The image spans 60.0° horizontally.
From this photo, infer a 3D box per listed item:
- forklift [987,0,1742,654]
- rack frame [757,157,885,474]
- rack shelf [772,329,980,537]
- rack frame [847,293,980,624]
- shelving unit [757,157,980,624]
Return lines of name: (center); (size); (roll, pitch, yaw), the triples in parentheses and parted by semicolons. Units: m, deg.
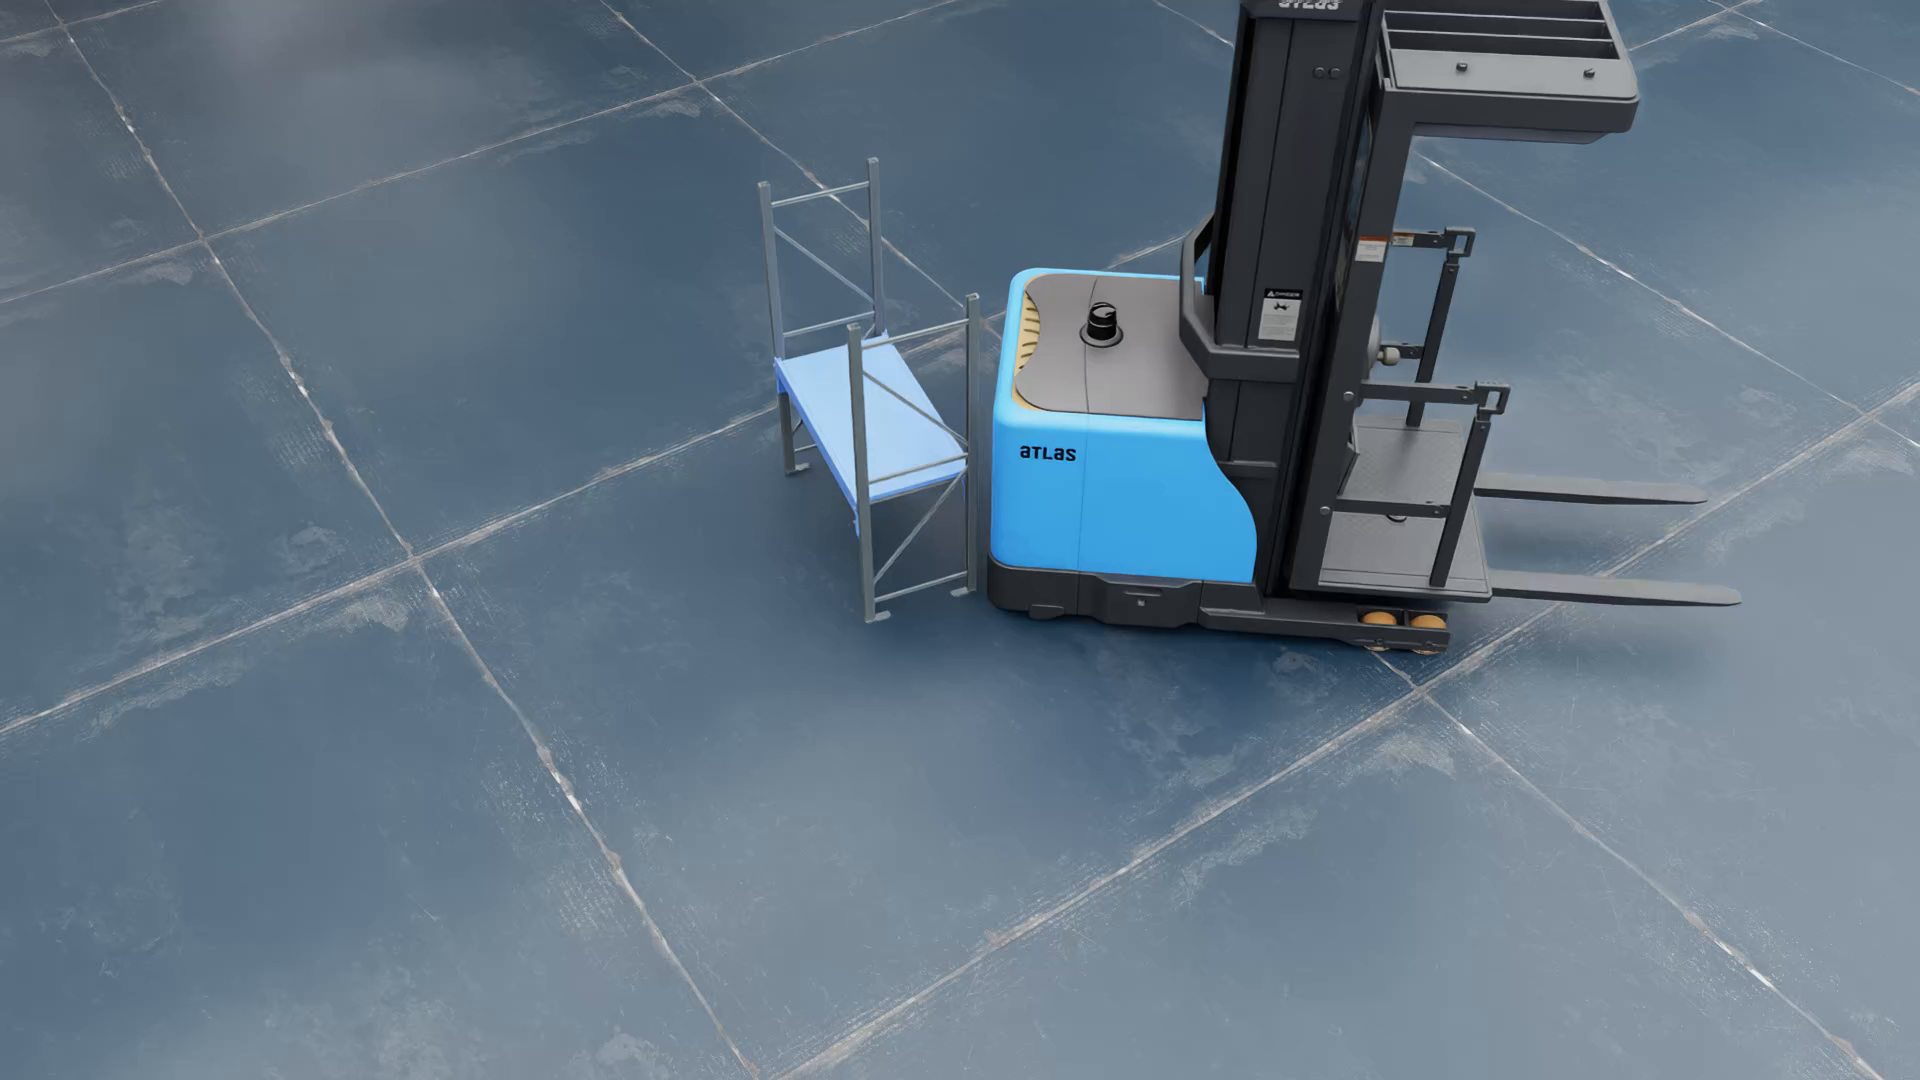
forklift: (1.661, -0.984, 6.149); (3.031, 2.935, 1.130); (4, 44, 4)
rack frame: (-0.562, -0.919, 7.117); (0.500, 1.500, 0.032); (-16, 46, -16)
rack shelf: (-0.363, -0.466, 6.903); (0.538, 0.185, 1.000); (-16, 46, -16)
rack frame: (-0.164, -0.273, 6.441); (0.500, 1.500, 0.032); (-16, 46, -16)
shelving unit: (-0.363, -0.596, 6.779); (0.538, 1.500, 1.048); (-16, 46, -16)
